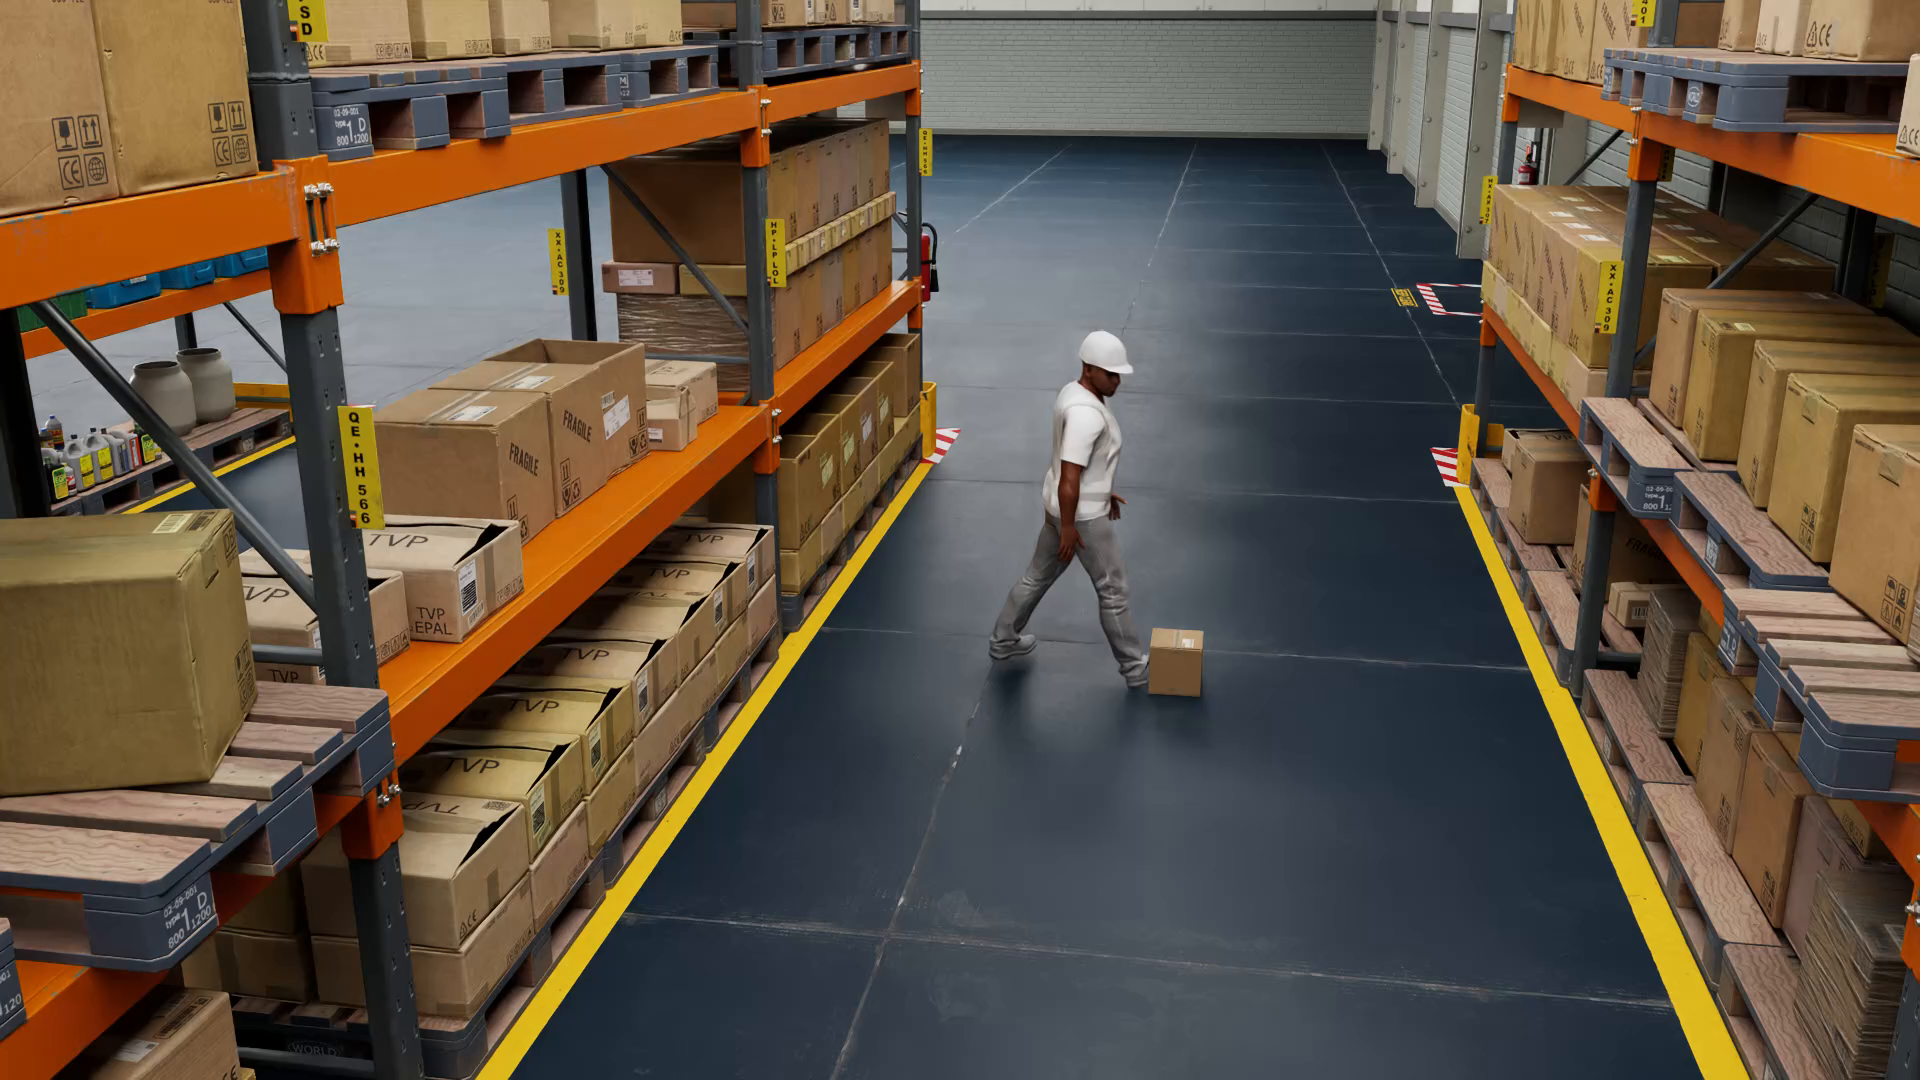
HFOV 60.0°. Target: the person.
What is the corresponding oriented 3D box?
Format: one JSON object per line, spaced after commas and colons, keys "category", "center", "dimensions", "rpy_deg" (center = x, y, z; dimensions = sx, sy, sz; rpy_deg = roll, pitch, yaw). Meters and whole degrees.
{"category": "person", "center": [0.619, -0.159, 8.041], "dimensions": [0.918, 1.736, 0.659], "rpy_deg": [-2, 18, -6]}
